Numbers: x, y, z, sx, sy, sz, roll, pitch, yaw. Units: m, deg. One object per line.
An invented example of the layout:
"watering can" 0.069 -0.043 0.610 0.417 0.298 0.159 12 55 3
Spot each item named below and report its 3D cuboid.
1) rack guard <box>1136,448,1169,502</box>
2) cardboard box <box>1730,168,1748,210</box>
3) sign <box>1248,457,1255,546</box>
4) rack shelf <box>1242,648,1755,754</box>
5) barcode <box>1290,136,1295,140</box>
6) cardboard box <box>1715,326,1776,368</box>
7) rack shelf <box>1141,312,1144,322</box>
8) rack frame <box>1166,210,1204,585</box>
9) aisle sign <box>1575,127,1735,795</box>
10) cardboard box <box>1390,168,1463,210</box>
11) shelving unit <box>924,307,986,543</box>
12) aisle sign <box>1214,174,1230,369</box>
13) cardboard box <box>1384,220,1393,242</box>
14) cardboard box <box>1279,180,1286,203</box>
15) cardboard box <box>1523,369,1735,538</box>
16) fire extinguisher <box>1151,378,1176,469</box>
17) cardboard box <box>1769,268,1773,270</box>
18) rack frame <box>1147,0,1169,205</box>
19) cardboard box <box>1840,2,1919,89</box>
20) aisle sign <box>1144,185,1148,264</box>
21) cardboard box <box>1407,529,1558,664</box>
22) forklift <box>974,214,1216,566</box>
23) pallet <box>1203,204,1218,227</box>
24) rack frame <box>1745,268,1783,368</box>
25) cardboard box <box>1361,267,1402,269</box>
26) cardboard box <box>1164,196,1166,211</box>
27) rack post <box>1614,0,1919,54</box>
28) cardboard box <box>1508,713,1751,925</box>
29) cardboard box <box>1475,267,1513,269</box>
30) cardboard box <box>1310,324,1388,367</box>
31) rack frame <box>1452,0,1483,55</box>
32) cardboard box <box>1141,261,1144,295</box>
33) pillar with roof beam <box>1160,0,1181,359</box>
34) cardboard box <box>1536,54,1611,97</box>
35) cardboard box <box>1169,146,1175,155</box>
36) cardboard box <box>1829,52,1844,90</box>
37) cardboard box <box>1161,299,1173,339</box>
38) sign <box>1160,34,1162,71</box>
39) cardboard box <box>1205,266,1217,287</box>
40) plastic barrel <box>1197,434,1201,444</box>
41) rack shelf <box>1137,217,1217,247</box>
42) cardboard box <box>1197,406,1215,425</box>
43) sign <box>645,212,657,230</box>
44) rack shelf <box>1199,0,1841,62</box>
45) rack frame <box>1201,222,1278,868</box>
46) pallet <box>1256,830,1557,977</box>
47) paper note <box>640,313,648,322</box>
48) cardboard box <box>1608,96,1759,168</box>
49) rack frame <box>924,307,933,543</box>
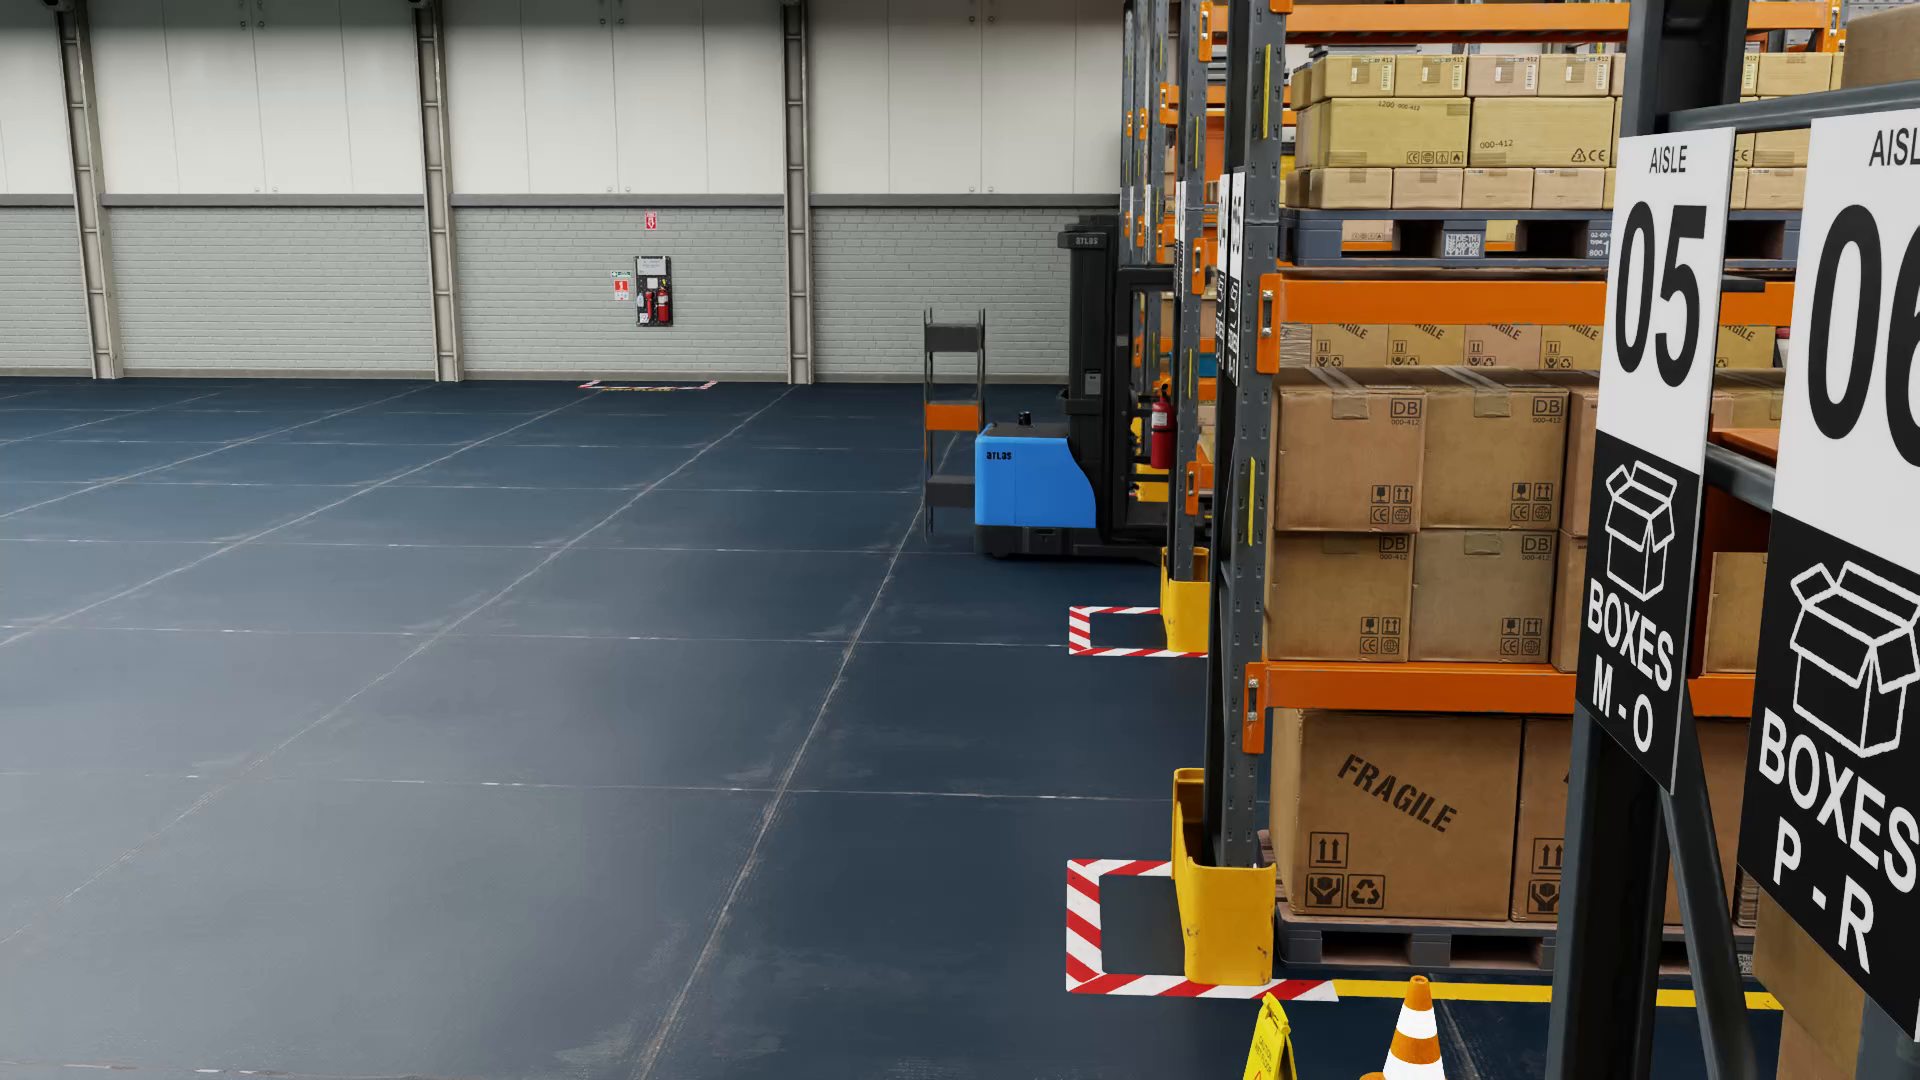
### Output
"rack guard" 1.992 -0.605 16.921 0.348 0.500 1.175 1 12 4
"cardboard box" 2.729 -1.308 6.196 0.250 0.149 0.380 1 12 3
"sign" 1.106 -0.145 6.311 0.005 0.325 0.100 1 12 4
"rack shelf" 3.145 0.583 6.892 4.000 0.370 1.077 1 12 4
"barcode" 5.207 -6.294 26.047 0.075 0.075 0.001 1 12 4
"cardboard box" 5.105 -1.387 11.143 0.500 0.500 0.500 1 12 4
"rack shelf" 4.570 -3.464 26.242 4.000 0.370 1.077 1 12 4
"rack frame" 1.582 -0.808 11.787 0.127 3.000 1.000 1 12 4
"aisle sign" 0.877 -0.116 2.129 0.004 0.787 0.394 1 12 4
"cardboard box" 1.724 -1.322 6.263 0.250 0.149 0.380 1 12 4
"shelving unit" -0.045 -1.033 15.062 0.503 2.100 0.431 2 12 8
"aisle sign" 1.099 -1.131 6.981 0.004 0.787 0.394 1 12 4
"cardboard box" 3.054 -2.130 11.147 0.500 0.250 0.500 1 12 4
"cardboard box" 2.093 -2.324 11.099 0.250 0.149 0.380 1 12 5
"cardboard box" 2.622 -0.361 6.646 0.550 0.550 0.875 1 12 4
"fire extinguisher" 1.498 -0.866 12.252 0.183 0.674 0.296 1 12 4
"cardboard box" 12.028 -4.234 25.312 0.500 0.250 0.500 1 12 4
"rack frame" 1.913 -4.756 16.010 0.127 3.000 1.000 1 12 4
"cardboard box" 1.277 -0.575 2.011 0.250 0.149 0.380 1 12 4
"aisle sign" 1.861 -3.154 16.652 0.004 0.787 0.394 1 12 4
"cardboard box" 2.073 0.129 6.939 0.550 0.550 0.875 1 12 4
"forklift" 1.676 -1.325 14.425 3.031 2.935 1.130 2 12 7
"pallet" 2.731 -3.164 16.186 1.213 0.211 1.003 1 12 4
"rack frame" 5.573 -0.753 11.525 0.127 3.000 1.000 1 12 4
"cardboard box" 5.291 -3.472 21.111 0.500 0.500 0.700 1 12 4
"cardboard box" 3.008 -5.417 26.200 0.500 0.500 0.500 2 12 8
"rack post" 7.874 -4.790 15.683 3.121 1.000 1.013 1 12 4
"cardboard box" 2.708 1.046 7.088 0.875 0.875 0.875 1 12 3
"cardboard box" 8.287 -4.028 25.860 0.500 0.500 0.700 2 12 12
"cardboard box" 2.611 -1.420 11.302 0.500 0.500 0.500 1 12 4
"rack frame" 6.238 -5.713 20.585 0.127 3.000 1.000 1 12 4
"cardboard box" 3.031 -4.079 25.911 0.500 0.500 0.500 1 12 4
"pillar with roof beam" 3.043 -6.068 22.280 0.548 9.000 9.100 1 12 4
"cardboard box" 2.219 -1.706 6.149 0.250 0.149 0.380 1 12 4
"cardboard box" 3.440 -5.788 25.533 0.500 0.500 0.500 1 12 3
"cardboard box" 3.239 -1.692 6.083 0.250 0.149 0.380 1 12 4
"cardboard box" 2.712 -2.872 21.408 0.500 0.500 0.700 1 12 4
"sign" 1.871 -4.542 15.494 0.005 0.325 0.100 1 12 4
"cardboard box" 3.290 -3.500 21.242 0.500 0.500 0.700 0 12 2
"plastic barrel" 2.574 -0.814 16.867 0.421 0.512 0.421 0 12 0
"rack shelf" 4.243 -3.920 21.097 4.000 0.370 1.077 1 12 4
"cardboard box" 3.267 -1.633 21.418 0.500 0.250 0.500 1 12 4
"sign" -5.120 -5.290 27.550 0.199 0.298 0.001 1 12 4
"rack shelf" 3.577 -3.363 11.115 4.000 0.370 1.077 1 12 4
"rack frame" 1.149 0.204 6.949 0.127 3.000 1.000 1 12 4
"pallet" 1.952 1.564 7.259 1.213 0.211 1.003 1 12 4
"paper note" -5.291 -3.720 27.859 0.142 0.148 0.016 1 12 4
"cardboard box" 2.624 -1.518 6.227 0.500 0.250 0.500 1 12 3
"rack frame" -0.287 -1.040 15.094 0.015 2.100 0.400 2 12 8
